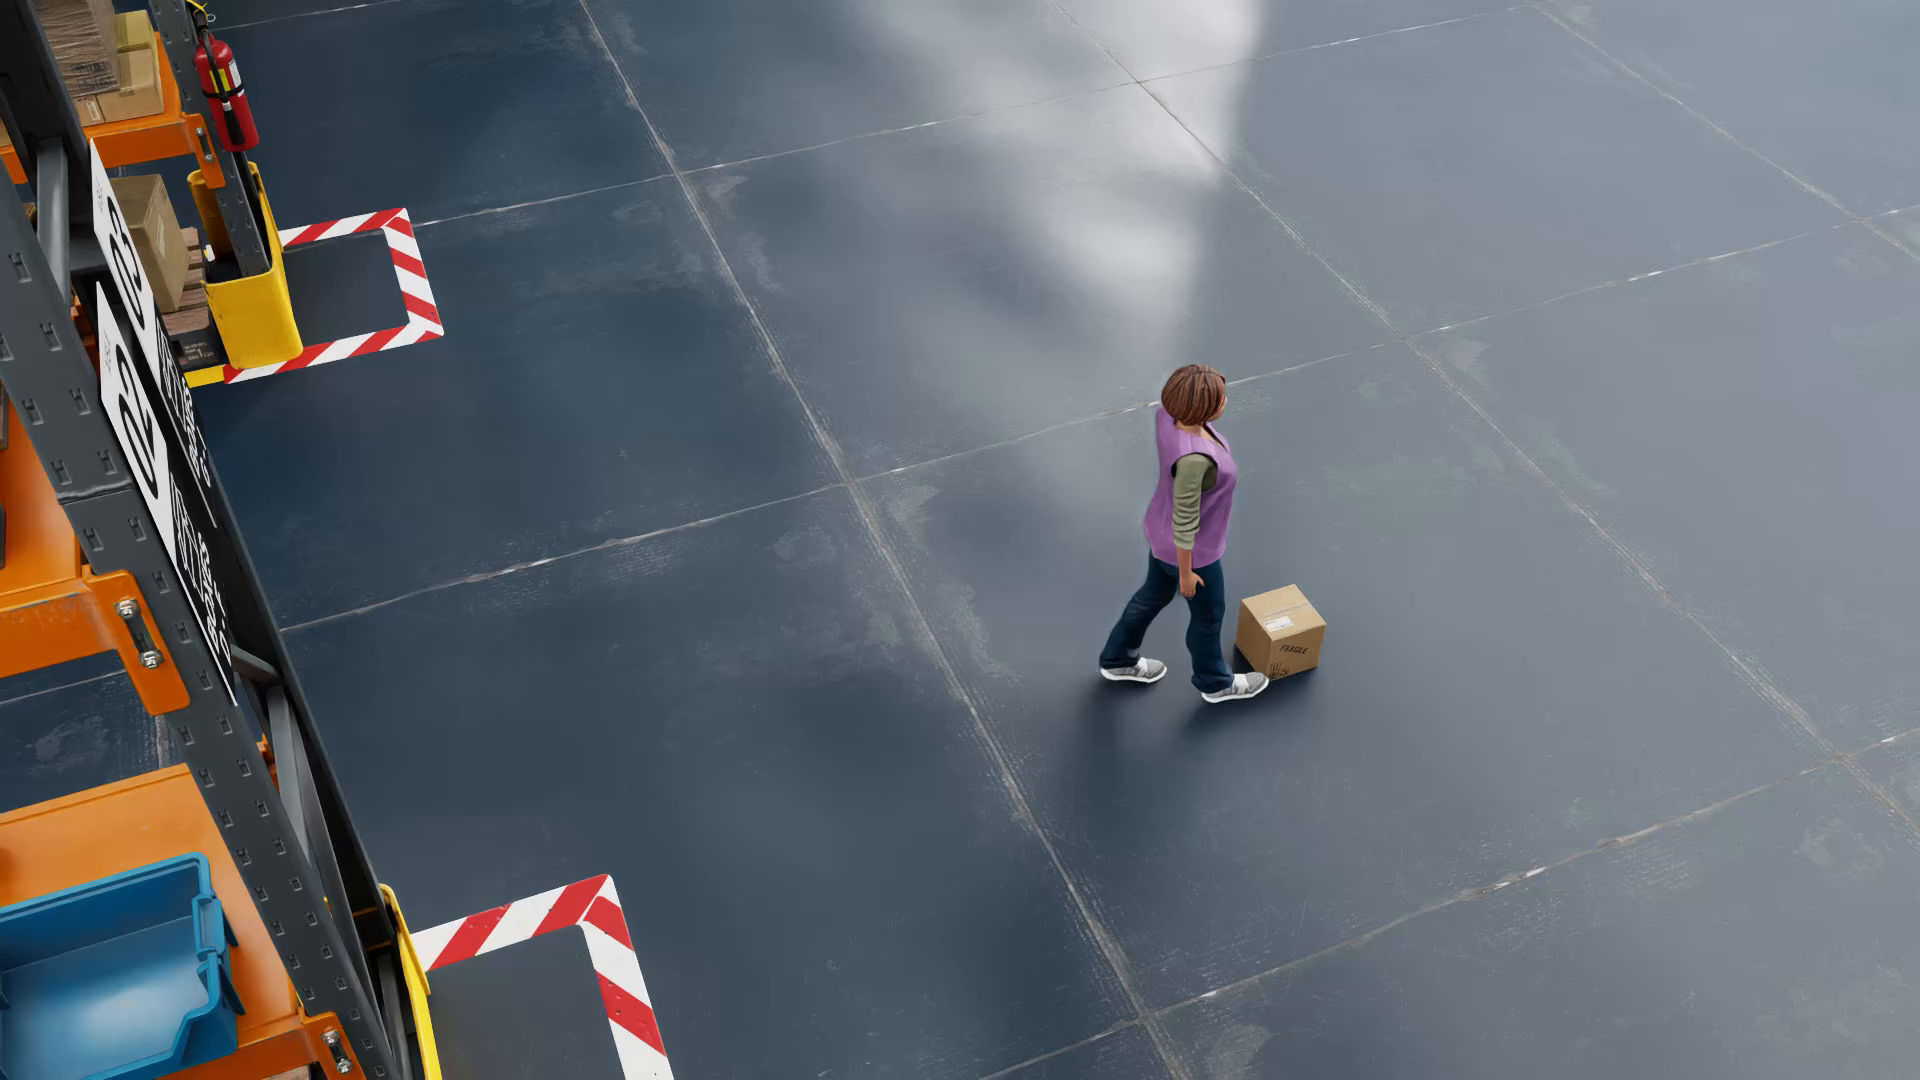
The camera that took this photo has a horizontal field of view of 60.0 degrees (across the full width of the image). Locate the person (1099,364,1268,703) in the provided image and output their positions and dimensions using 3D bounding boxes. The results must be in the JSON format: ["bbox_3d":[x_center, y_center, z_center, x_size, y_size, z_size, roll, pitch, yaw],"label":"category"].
[{"bbox_3d":[0.888,-0.007,6.168,0.660,1.594,0.427,-5,43,-6],"label":"person"}]
